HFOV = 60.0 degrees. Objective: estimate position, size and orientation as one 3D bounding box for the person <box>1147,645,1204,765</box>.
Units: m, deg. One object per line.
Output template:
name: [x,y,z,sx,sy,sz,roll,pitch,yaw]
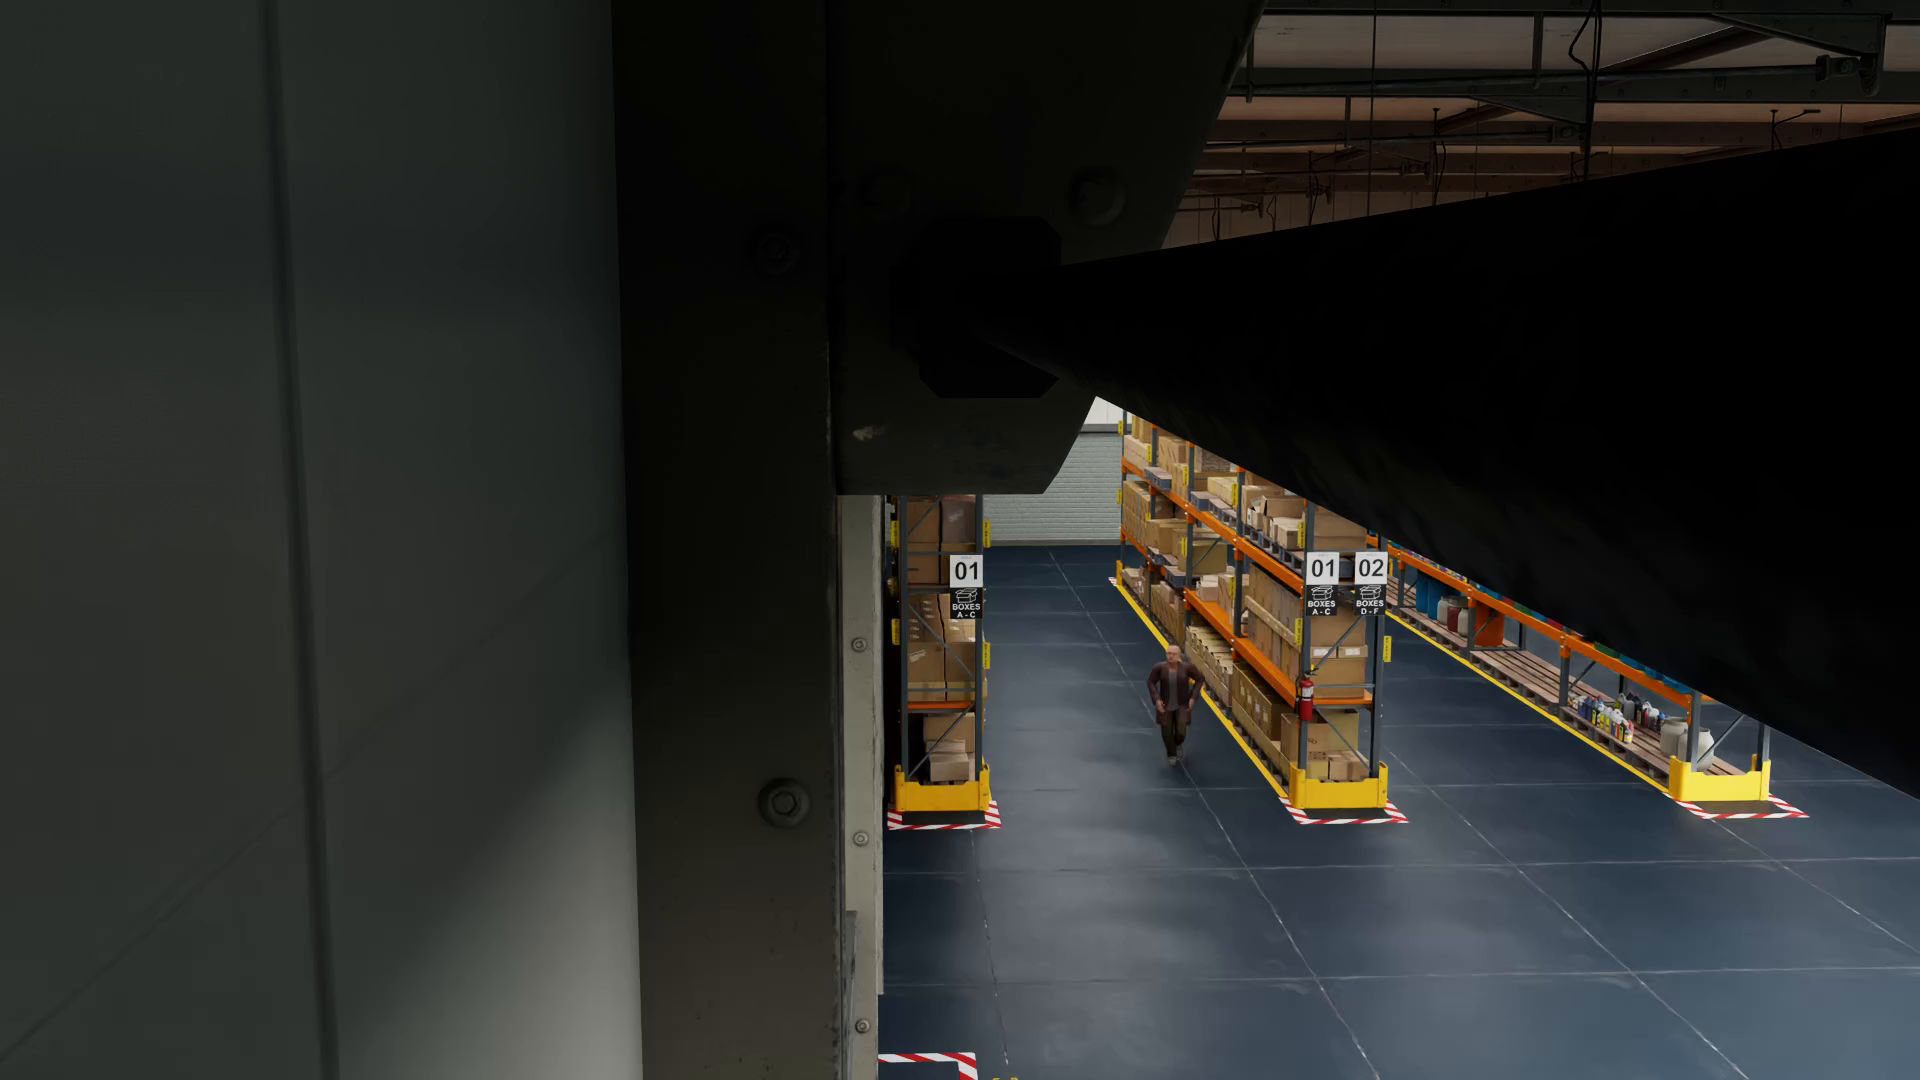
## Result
person: [2.892,2.219,22.378,0.754,1.691,0.645,1,8,8]
